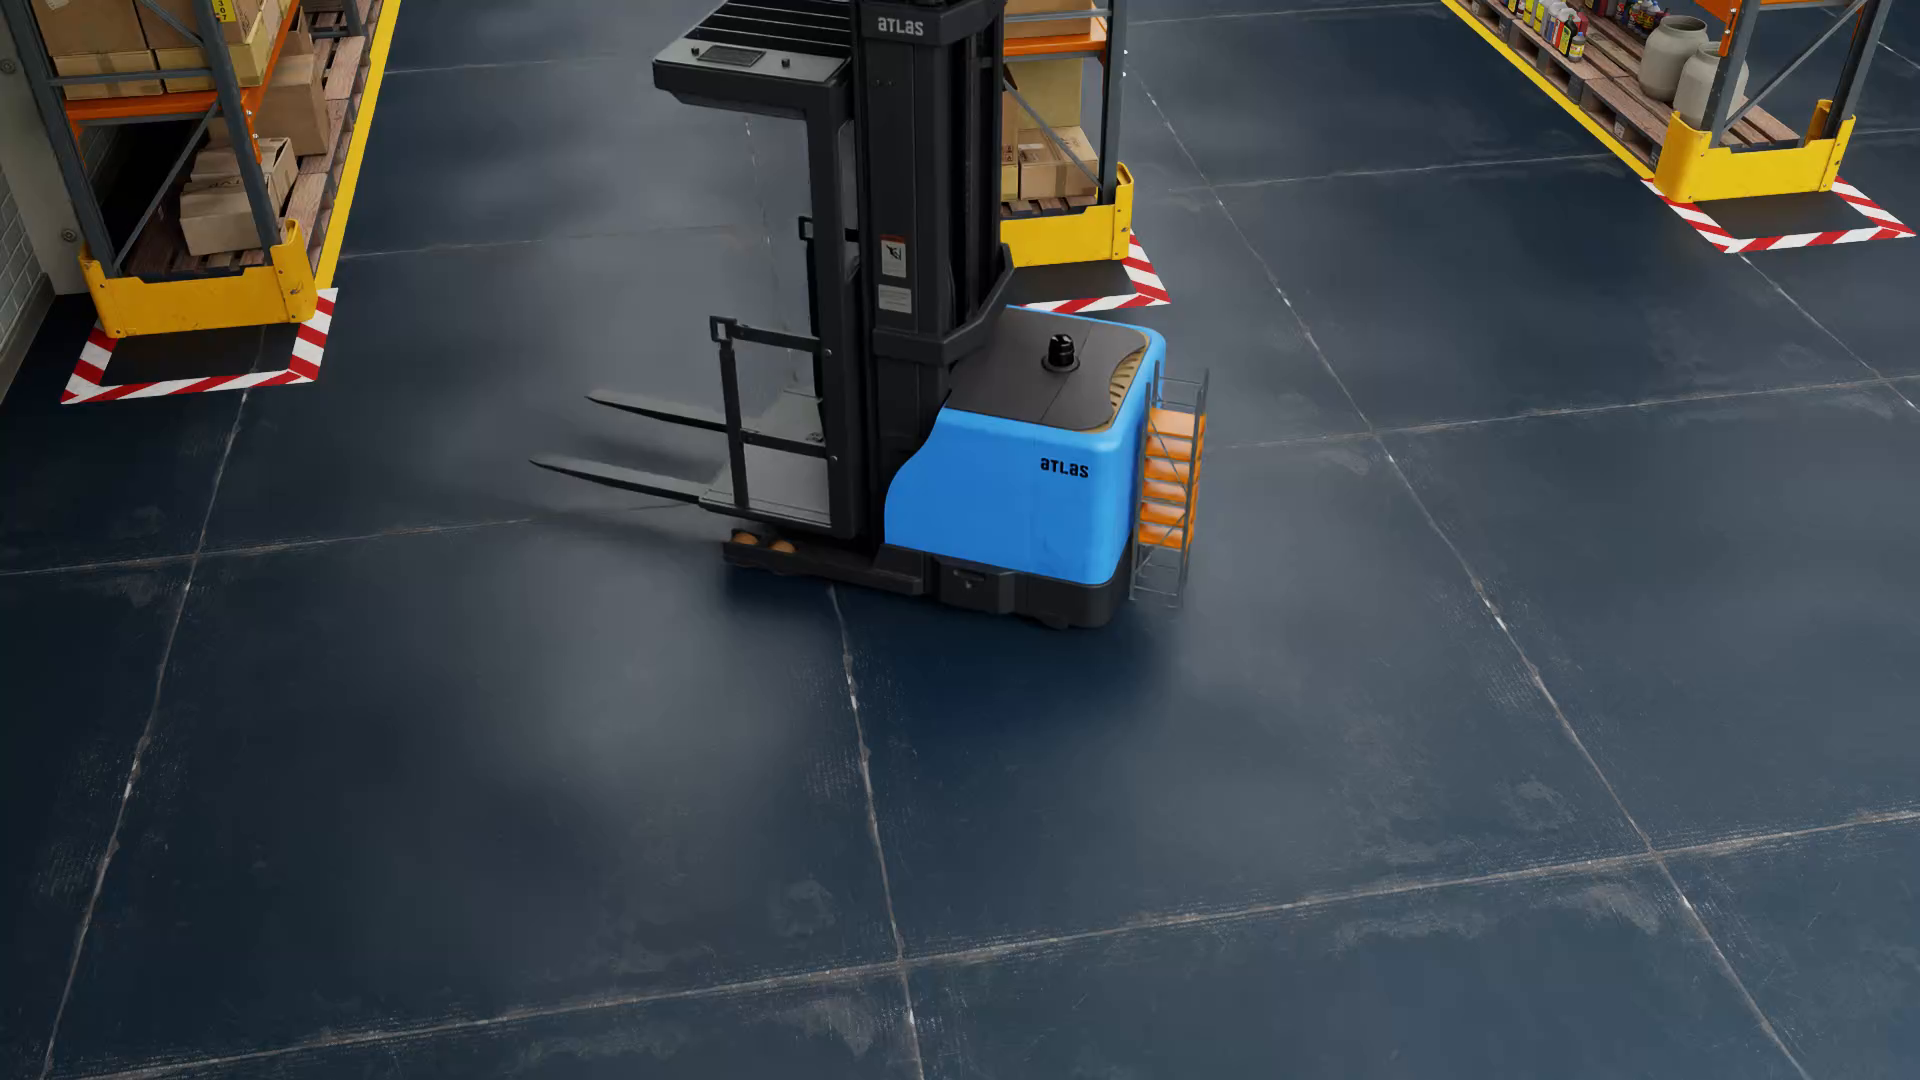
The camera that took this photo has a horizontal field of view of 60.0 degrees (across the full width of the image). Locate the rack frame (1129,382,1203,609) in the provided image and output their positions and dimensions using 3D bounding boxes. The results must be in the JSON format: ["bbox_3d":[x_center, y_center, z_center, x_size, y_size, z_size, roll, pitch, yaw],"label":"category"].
[{"bbox_3d":[0.906,-0.174,7.396,0.240,1.200,0.006,11,39,13],"label":"rack frame"}]

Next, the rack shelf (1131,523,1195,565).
[{"bbox_3d":[0.933,-0.003,7.640,0.258,0.103,0.180,11,39,13],"label":"rack shelf"}]

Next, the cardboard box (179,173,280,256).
[{"bbox_3d":[-4.447,-2.010,10.125,0.500,0.311,0.500,-10,39,-13],"label":"cardboard box"}]

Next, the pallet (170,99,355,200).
[{"bbox_3d":[-4.746,-2.645,11.383,1.003,0.211,1.213,-6,38,-8],"label":"pallet"}]

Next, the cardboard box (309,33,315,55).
[{"bbox_3d":[-4.992,-3.622,12.317,0.380,0.166,0.250,-11,39,-14],"label":"cardboard box"}]

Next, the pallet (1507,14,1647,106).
[{"bbox_3d":[4.932,-3.702,12.744,1.003,0.211,1.213,-6,38,-8],"label":"pallet"}]

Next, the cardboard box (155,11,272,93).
[{"bbox_3d":[-4.187,-2.748,9.348,0.500,0.250,0.500,-7,38,-9],"label":"cardboard box"}]

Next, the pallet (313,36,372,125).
[{"bbox_3d":[-4.963,-3.384,12.333,1.003,0.211,1.213,-6,38,-8],"label":"pallet"}]

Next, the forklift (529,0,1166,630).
[{"bbox_3d":[-0.614,-1.282,7.412,3.031,2.935,1.130,11,39,14],"label":"forklift"}]

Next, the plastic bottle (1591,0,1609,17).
[{"bbox_3d":[5.045,-4.274,13.062,0.061,0.283,0.133,-6,38,-8],"label":"plastic bottle"}]

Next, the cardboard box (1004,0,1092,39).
[{"bbox_3d":[0.393,-3.328,9.908,0.700,0.500,0.500,-6,38,-8],"label":"cardboard box"}]

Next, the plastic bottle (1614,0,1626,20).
[{"bbox_3d":[5.197,-4.185,13.014,0.097,0.201,0.097,0,38,0],"label":"plastic bottle"}]

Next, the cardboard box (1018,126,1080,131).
[{"bbox_3d":[0.496,-2.735,11.124,0.500,0.250,0.500,-6,38,-8],"label":"cardboard box"}]

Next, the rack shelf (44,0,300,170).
[{"bbox_3d":[-4.765,-3.394,10.661,1.077,0.370,4.000,-6,38,-8],"label":"rack shelf"}]

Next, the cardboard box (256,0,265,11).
[{"bbox_3d":[-4.279,-3.336,9.493,0.500,0.500,0.500,-6,38,-8],"label":"cardboard box"}]

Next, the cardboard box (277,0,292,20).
[{"bbox_3d":[-4.376,-3.369,10.147,0.500,0.250,0.500,-7,38,-9],"label":"cardboard box"}]

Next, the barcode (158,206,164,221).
[{"bbox_3d":[-4.844,-1.982,10.081,0.001,0.075,0.075,-6,38,-8],"label":"barcode"}]

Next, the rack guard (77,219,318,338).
[{"bbox_3d":[-4.428,-1.529,9.711,1.175,0.500,0.348,-6,38,-8],"label":"rack guard"}]

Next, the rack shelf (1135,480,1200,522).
[{"bbox_3d":[0.933,-0.193,7.492,0.258,0.103,0.180,11,39,13],"label":"rack shelf"}]

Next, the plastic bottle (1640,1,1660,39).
[{"bbox_3d":[5.268,-3.968,12.678,0.097,0.271,0.097,0,38,0],"label":"plastic bottle"}]

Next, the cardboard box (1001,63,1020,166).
[{"bbox_3d":[0.075,-2.674,10.434,0.500,0.500,0.500,-6,38,-8],"label":"cardboard box"}]

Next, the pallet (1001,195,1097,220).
[{"bbox_3d":[0.287,-2.362,11.018,1.003,0.211,1.213,-6,38,-8],"label":"pallet"}]

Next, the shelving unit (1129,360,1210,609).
[{"bbox_3d":[0.933,-0.228,7.465,0.258,1.200,0.189,11,39,13],"label":"shelving unit"}]

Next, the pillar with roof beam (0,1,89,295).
[{"bbox_3d":[-1.151,-5.632,8.065,9.100,9.000,0.400,-6,38,-8],"label":"pillar with roof beam"}]

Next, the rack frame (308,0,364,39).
[{"bbox_3d":[-5.116,-4.887,11.995,1.000,3.000,0.127,-6,38,-8],"label":"rack frame"}]

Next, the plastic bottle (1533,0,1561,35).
[{"bbox_3d":[4.511,-4.065,12.737,0.144,0.351,0.185,-5,38,-6],"label":"plastic bottle"}]

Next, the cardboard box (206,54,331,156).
[{"bbox_3d":[-4.627,-2.878,11.088,0.700,0.500,0.500,-9,39,-11],"label":"cardboard box"}]

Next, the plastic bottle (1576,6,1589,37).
[{"bbox_3d":[4.673,-3.866,12.537,0.061,0.283,0.133,-6,38,-8],"label":"plastic bottle"}]

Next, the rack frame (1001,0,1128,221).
[{"bbox_3d":[0.462,-3.006,9.574,1.000,3.000,0.127,-6,38,-8],"label":"rack frame"}]

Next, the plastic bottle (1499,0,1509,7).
[{"bbox_3d":[4.404,-4.434,13.212,0.144,0.351,0.185,-8,39,-10],"label":"plastic bottle"}]

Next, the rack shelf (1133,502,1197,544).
[{"bbox_3d":[0.933,-0.098,7.566,0.258,0.103,0.180,11,39,13],"label":"rack shelf"}]

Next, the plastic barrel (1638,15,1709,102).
[{"bbox_3d":[5.061,-3.412,11.782,0.421,0.512,0.421,0,38,0],"label":"plastic barrel"}]

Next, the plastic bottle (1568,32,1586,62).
[{"bbox_3d":[4.586,-3.667,12.347,0.097,0.201,0.097,0,38,0],"label":"plastic bottle"}]

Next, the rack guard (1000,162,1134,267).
[{"bbox_3d":[0.466,-2.004,10.322,1.175,0.500,0.348,-6,38,-8],"label":"rack guard"}]

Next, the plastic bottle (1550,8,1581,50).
[{"bbox_3d":[4.568,-3.852,12.524,0.152,0.276,0.135,-6,38,-8],"label":"plastic bottle"}]

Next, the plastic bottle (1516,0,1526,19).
[{"bbox_3d":[4.430,-4.201,13.035,0.097,0.201,0.097,0,38,0],"label":"plastic bottle"}]

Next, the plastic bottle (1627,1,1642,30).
[{"bbox_3d":[5.233,-4.061,12.854,0.097,0.201,0.097,0,38,0],"label":"plastic bottle"}]
